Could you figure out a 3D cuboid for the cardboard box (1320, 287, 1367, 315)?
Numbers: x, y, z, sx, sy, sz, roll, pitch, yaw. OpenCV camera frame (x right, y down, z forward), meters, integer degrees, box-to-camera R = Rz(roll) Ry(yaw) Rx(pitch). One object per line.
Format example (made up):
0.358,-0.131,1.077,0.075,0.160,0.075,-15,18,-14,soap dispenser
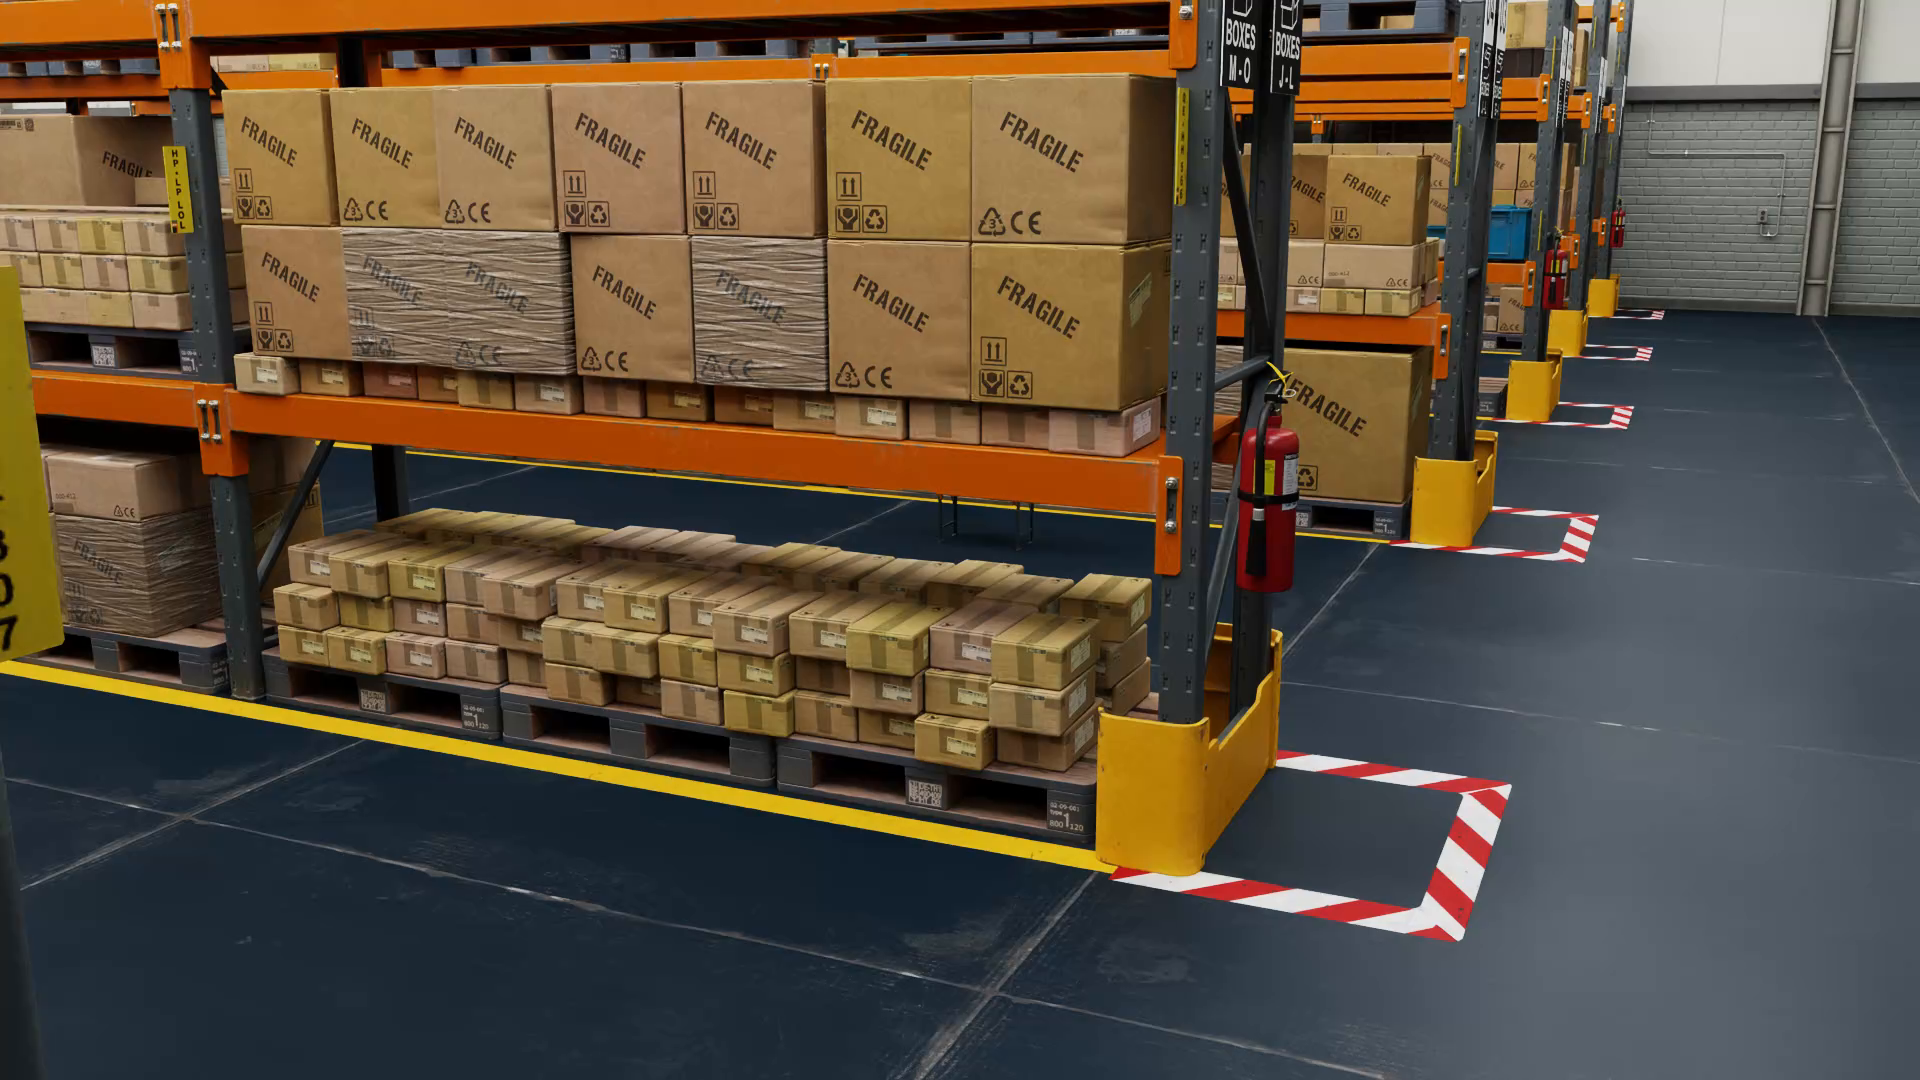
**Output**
2.284,-1.418,9.782,0.250,0.149,0.380,6,14,24,cardboard box

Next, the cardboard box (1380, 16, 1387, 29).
4.660,-5.829,19.058,0.500,0.500,0.700,6,14,23,cardboard box

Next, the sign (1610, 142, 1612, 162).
8.768,-5.223,22.396,0.005,0.325,0.100,6,14,23,sign

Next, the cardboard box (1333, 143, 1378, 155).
4.599,-4.329,19.231,0.500,0.500,0.500,5,14,22,cardboard box

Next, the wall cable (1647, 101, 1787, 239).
10.555,-5.230,23.253,1.851,1.984,0.084,6,14,23,wall cable

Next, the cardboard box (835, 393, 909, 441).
-0.222,-0.444,5.633,0.250,0.149,0.380,6,15,25,cardboard box

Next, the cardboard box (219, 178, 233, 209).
-5.393,-2.618,13.209,0.500,0.500,0.700,8,16,32,cardboard box

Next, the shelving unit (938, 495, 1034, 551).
0.151,-0.569,9.553,0.503,1.200,0.258,6,14,23,shelving unit

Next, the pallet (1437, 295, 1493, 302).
7.126,-3.470,24.079,1.213,0.211,1.003,6,14,23,pallet

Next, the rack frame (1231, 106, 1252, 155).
3.340,-3.991,20.199,0.127,3.000,1.000,6,14,23,rack frame

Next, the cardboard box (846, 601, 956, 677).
-0.201,0.339,5.762,0.250,0.149,0.380,5,14,22,cardboard box

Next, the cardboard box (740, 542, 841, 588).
-0.672,0.131,6.650,0.250,0.149,0.380,6,14,24,cardboard box

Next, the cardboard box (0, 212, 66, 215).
-4.168,-1.361,7.317,0.250,0.149,0.380,5,14,21,cardboard box

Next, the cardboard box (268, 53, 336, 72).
-4.867,-3.673,12.603,0.500,0.250,0.500,6,14,23,cardboard box

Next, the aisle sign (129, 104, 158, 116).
-9.825,-5.279,19.994,0.004,0.787,0.394,6,14,23,aisle sign

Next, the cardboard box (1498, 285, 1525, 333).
6.401,-2.617,18.852,0.500,0.500,0.500,6,14,23,cardboard box

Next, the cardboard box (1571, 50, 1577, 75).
6.633,-5.354,18.673,0.500,0.250,0.500,6,14,23,cardboard box

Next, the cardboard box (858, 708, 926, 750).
-0.168,0.607,5.922,0.250,0.149,0.380,6,14,23,cardboard box

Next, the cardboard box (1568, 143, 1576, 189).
6.699,-4.253,18.906,0.500,0.500,0.500,6,15,25,cardboard box

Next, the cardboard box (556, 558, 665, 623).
-1.337,0.192,6.390,0.250,0.149,0.380,5,14,21,cardboard box

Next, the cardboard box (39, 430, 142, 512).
-4.025,-0.315,7.442,0.500,0.250,0.500,7,15,26,cardboard box

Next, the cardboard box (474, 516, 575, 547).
-1.866,0.013,7.151,0.250,0.149,0.380,6,14,23,cardboard box

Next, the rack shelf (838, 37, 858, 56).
-0.142,-7.957,26.418,4.000,0.370,1.077,6,14,23,rack shelf

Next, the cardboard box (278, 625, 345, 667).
-2.574,0.388,6.856,0.250,0.149,0.380,5,14,21,cardboard box

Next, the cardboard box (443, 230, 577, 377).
-1.525,-0.893,6.123,0.500,0.500,0.500,5,14,22,cardboard box

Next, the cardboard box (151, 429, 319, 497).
-3.345,-0.372,7.686,0.500,0.250,0.500,5,14,21,cardboard box

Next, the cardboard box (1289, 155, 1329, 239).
2.195,-2.137,10.329,0.500,0.500,0.500,5,14,22,cardboard box

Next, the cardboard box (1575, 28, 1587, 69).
8.221,-6.673,22.608,0.500,0.500,0.500,6,14,23,cardboard box

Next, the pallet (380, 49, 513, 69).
-3.722,-3.613,12.432,1.003,0.211,1.213,7,15,26,pallet

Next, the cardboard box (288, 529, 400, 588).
-2.546,0.073,6.897,0.250,0.149,0.380,6,15,26,cardboard box

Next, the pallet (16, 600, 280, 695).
-3.489,0.390,7.632,1.213,0.211,1.003,6,14,23,pallet

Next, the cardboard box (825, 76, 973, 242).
-0.102,-1.243,5.429,0.500,0.500,0.500,5,14,21,cardboard box

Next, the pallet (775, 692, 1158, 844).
0.082,0.742,6.130,1.213,0.211,1.003,6,14,23,pallet

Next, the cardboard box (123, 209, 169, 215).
-3.669,-1.473,7.793,0.250,0.149,0.380,6,14,22,cardboard box

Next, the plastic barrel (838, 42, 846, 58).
-1.287,-4.856,16.701,0.301,0.262,0.301,0,13,0,plastic barrel

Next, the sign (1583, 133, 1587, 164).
6.755,-4.225,17.967,0.005,0.325,0.100,6,14,23,sign

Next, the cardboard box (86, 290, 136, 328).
-3.458,-0.997,7.070,0.250,0.149,0.380,6,14,24,cardboard box

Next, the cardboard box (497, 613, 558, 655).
-1.582,0.319,6.501,0.250,0.149,0.380,7,15,26,cardboard box

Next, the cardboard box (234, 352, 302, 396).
-2.650,-0.679,6.633,0.250,0.149,0.380,6,15,25,cardboard box

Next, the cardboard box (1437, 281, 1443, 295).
6.912,-3.828,24.056,0.500,0.500,0.700,6,15,25,cardboard box

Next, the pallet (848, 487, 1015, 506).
-0.012,-0.478,11.332,1.213,0.211,1.003,6,14,23,pallet

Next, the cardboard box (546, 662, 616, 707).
-1.371,0.500,6.380,0.250,0.149,0.380,5,14,22,cardboard box

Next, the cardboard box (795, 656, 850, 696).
-0.398,0.429,6.029,0.250,0.149,0.380,6,14,23,cardboard box

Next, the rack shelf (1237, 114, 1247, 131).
1.512,-5.287,20.727,4.000,0.370,1.077,6,14,23,rack shelf

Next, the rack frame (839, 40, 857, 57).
-1.971,-8.687,27.079,0.127,3.000,1.000,6,14,23,rack frame

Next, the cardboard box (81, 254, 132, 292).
-3.462,-1.143,7.038,0.250,0.149,0.380,6,14,24,cardboard box

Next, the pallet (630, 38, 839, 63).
-1.534,-3.364,11.379,1.217,0.209,0.805,5,14,21,pallet

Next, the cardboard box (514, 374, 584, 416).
-1.427,-0.567,6.157,0.250,0.149,0.380,6,15,26,cardboard box

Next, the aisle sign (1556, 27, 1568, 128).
4.935,-3.785,13.628,0.004,0.787,0.394,6,14,23,aisle sign

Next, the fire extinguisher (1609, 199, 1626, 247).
8.952,-4.327,22.614,0.183,0.674,0.296,6,14,23,fire extinguisher

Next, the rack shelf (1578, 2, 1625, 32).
7.172,-7.217,23.264,4.000,0.370,1.077,6,14,23,rack shelf

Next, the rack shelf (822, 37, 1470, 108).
1.153,-2.848,10.333,4.000,0.370,1.077,6,14,23,rack shelf

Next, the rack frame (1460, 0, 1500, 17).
2.982,-4.473,9.120,0.127,3.000,1.000,6,14,23,rack frame

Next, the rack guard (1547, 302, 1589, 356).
6.928,-2.411,18.937,0.348,0.500,1.175,6,14,23,rack guard

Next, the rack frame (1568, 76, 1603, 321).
6.998,-3.621,18.622,0.127,3.000,1.000,6,14,23,rack frame

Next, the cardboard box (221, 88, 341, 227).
-2.463,-1.484,6.453,0.500,0.500,0.500,6,15,25,cardboard box

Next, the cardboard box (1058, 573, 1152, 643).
0.539,0.248,6.149,0.250,0.149,0.380,5,14,21,cardboard box
